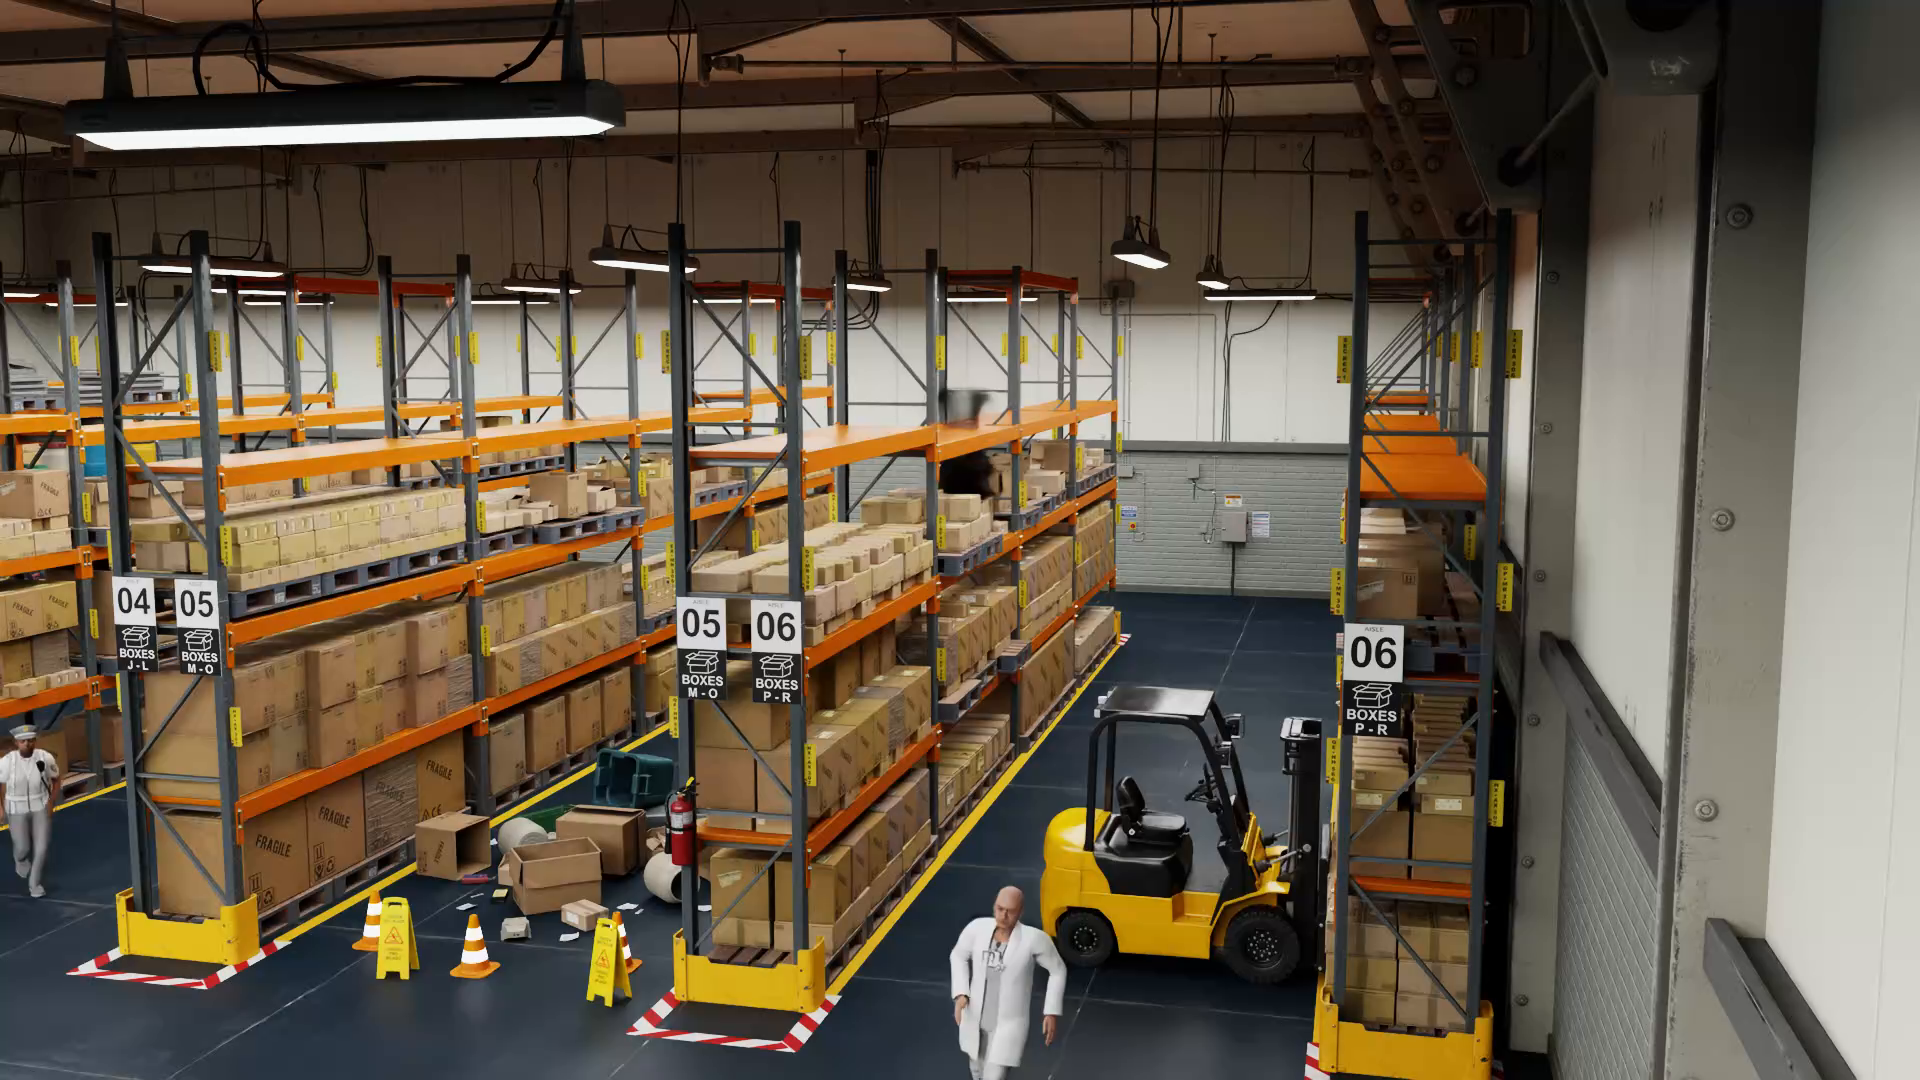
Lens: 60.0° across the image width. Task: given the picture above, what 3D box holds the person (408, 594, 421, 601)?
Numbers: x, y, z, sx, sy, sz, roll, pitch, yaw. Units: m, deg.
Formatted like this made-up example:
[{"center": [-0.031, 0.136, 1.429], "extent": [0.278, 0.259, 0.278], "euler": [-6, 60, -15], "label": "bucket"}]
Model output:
[{"center": [-7.549, 1.545, 23.165], "extent": [0.612, 1.683, 0.703], "euler": [2, 7, 13], "label": "person"}]

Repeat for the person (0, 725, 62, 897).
[{"center": [-8.638, 2.488, 15.423], "extent": [0.563, 1.637, 0.589], "euler": [-4, 8, -31], "label": "person"}]

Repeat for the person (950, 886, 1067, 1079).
[{"center": [0.247, 2.991, 10.306], "extent": [0.748, 1.741, 1.030], "euler": [3, 8, 23], "label": "person"}]
